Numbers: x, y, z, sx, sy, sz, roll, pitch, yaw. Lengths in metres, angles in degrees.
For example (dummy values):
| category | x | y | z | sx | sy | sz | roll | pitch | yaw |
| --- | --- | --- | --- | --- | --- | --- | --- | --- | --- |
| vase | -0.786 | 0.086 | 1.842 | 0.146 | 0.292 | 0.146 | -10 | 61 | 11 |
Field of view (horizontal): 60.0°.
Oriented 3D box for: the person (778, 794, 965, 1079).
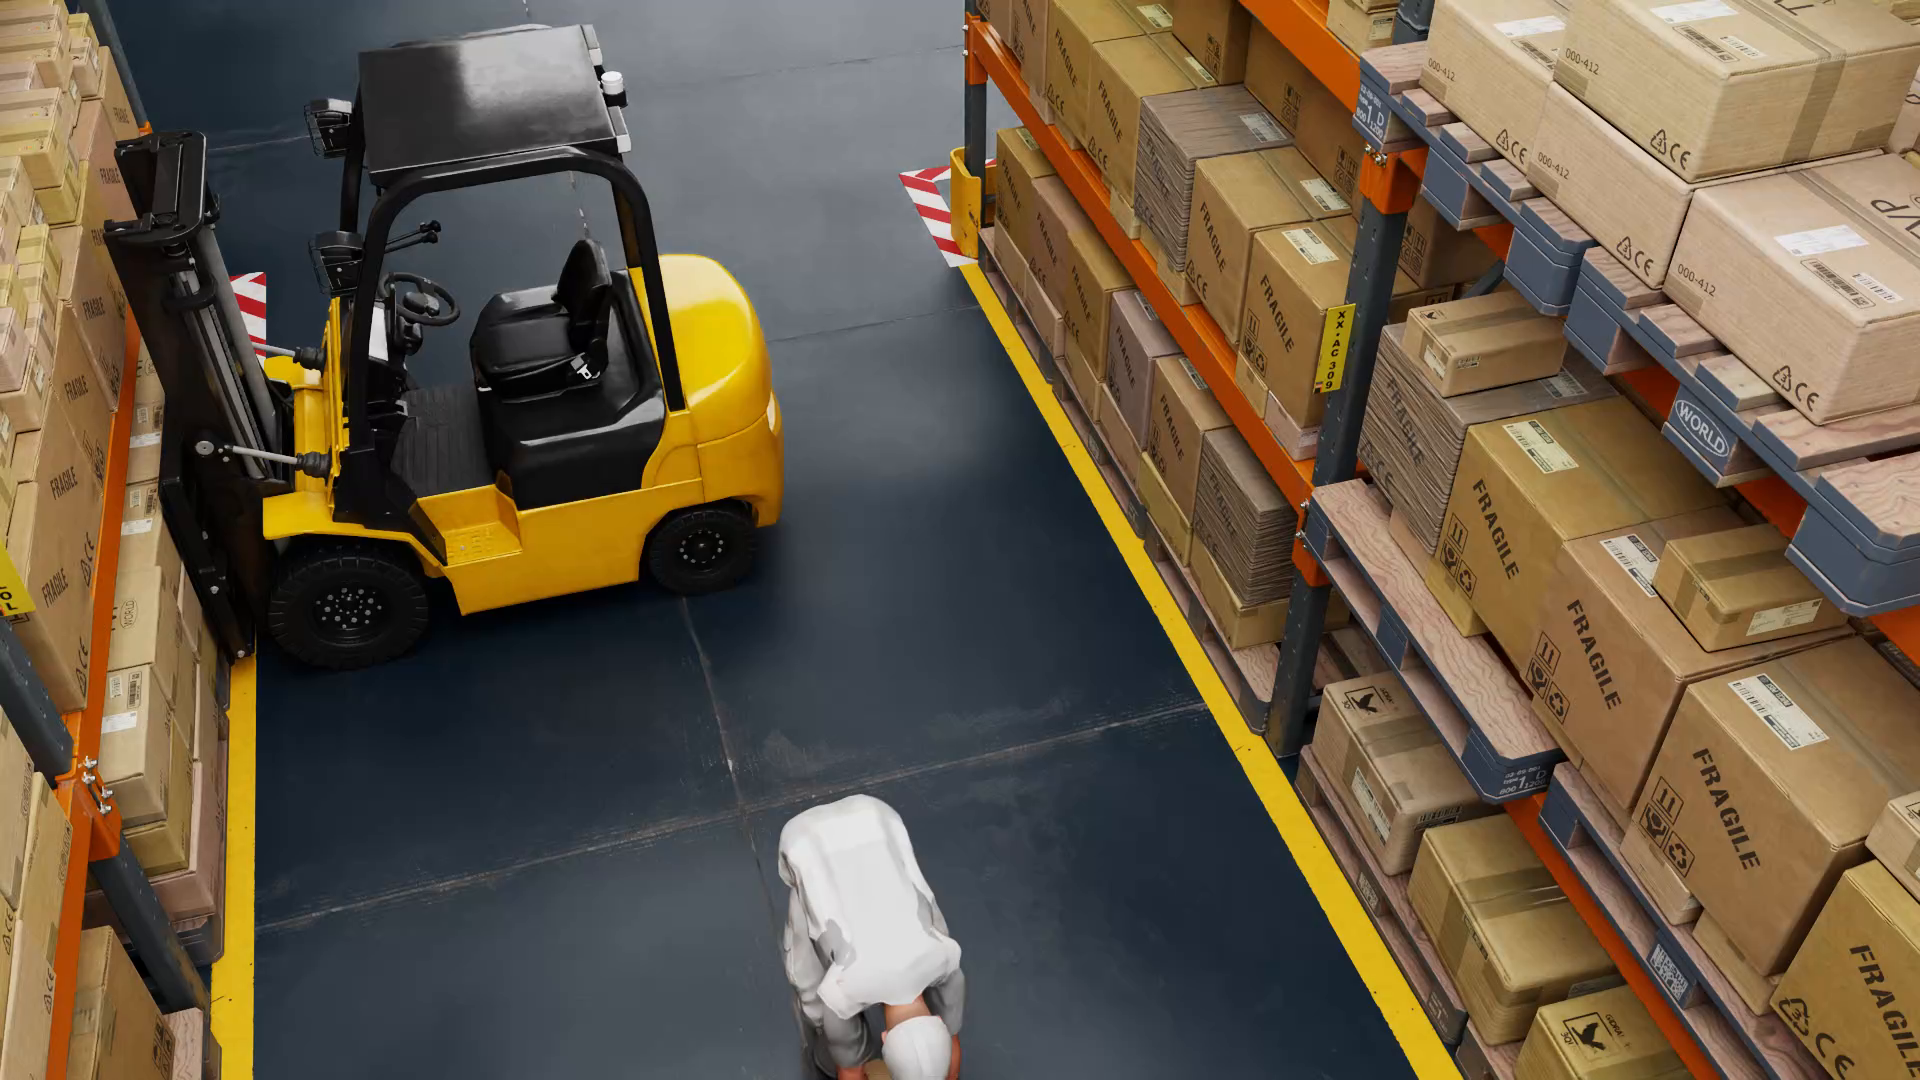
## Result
| category | x | y | z | sx | sy | sz | roll | pitch | yaw |
| --- | --- | --- | --- | --- | --- | --- | --- | --- | --- |
| person | -0.249 | 1.398 | 5.160 | 0.527 | 1.011 | 0.952 | -14 | 44 | -15 |
